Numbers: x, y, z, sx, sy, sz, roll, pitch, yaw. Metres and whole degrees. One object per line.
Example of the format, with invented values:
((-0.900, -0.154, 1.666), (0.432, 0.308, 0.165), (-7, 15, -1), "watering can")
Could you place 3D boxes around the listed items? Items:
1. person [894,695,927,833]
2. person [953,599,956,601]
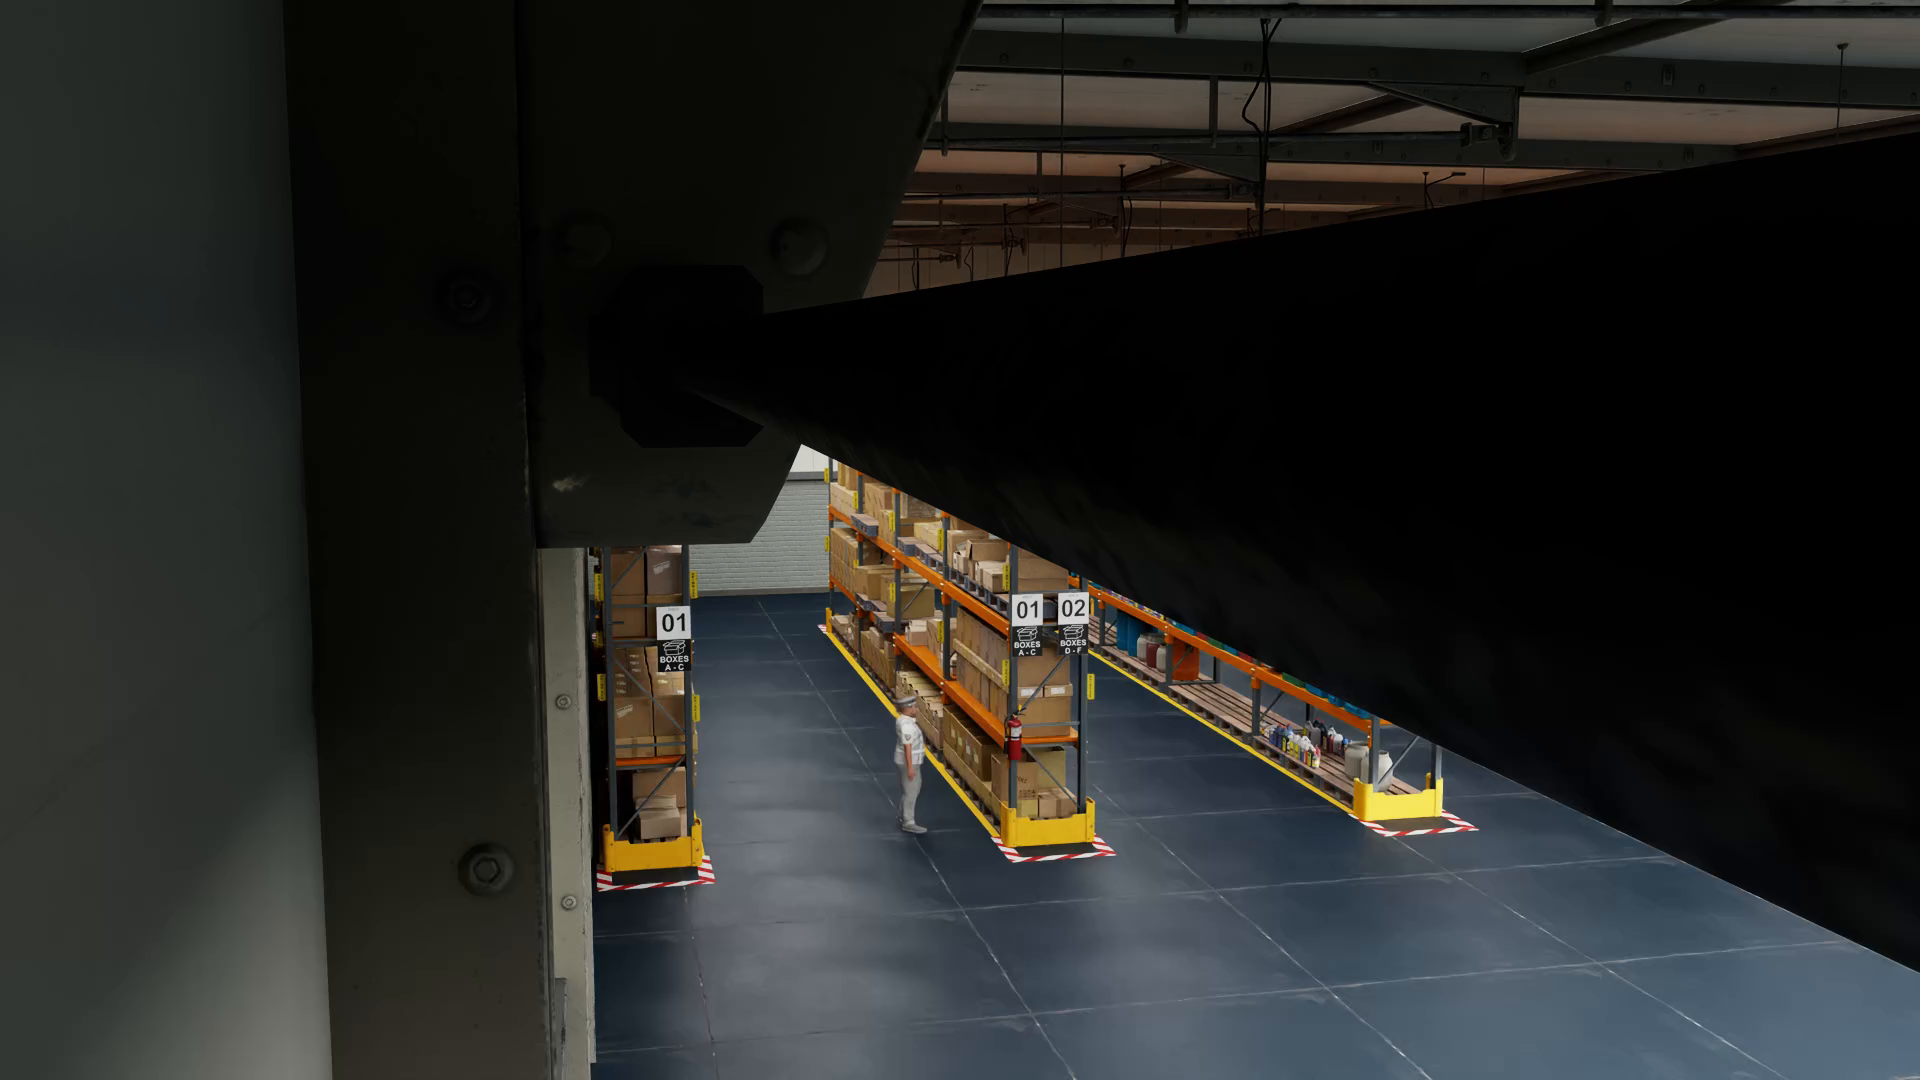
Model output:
((-0.649, 2.929, 21.608), (0.410, 1.812, 0.592), (-1, 7, -8), "person")
((0.036, 0.661, 40.719), (0.565, 1.755, 0.591), (-4, 8, -30), "person")
